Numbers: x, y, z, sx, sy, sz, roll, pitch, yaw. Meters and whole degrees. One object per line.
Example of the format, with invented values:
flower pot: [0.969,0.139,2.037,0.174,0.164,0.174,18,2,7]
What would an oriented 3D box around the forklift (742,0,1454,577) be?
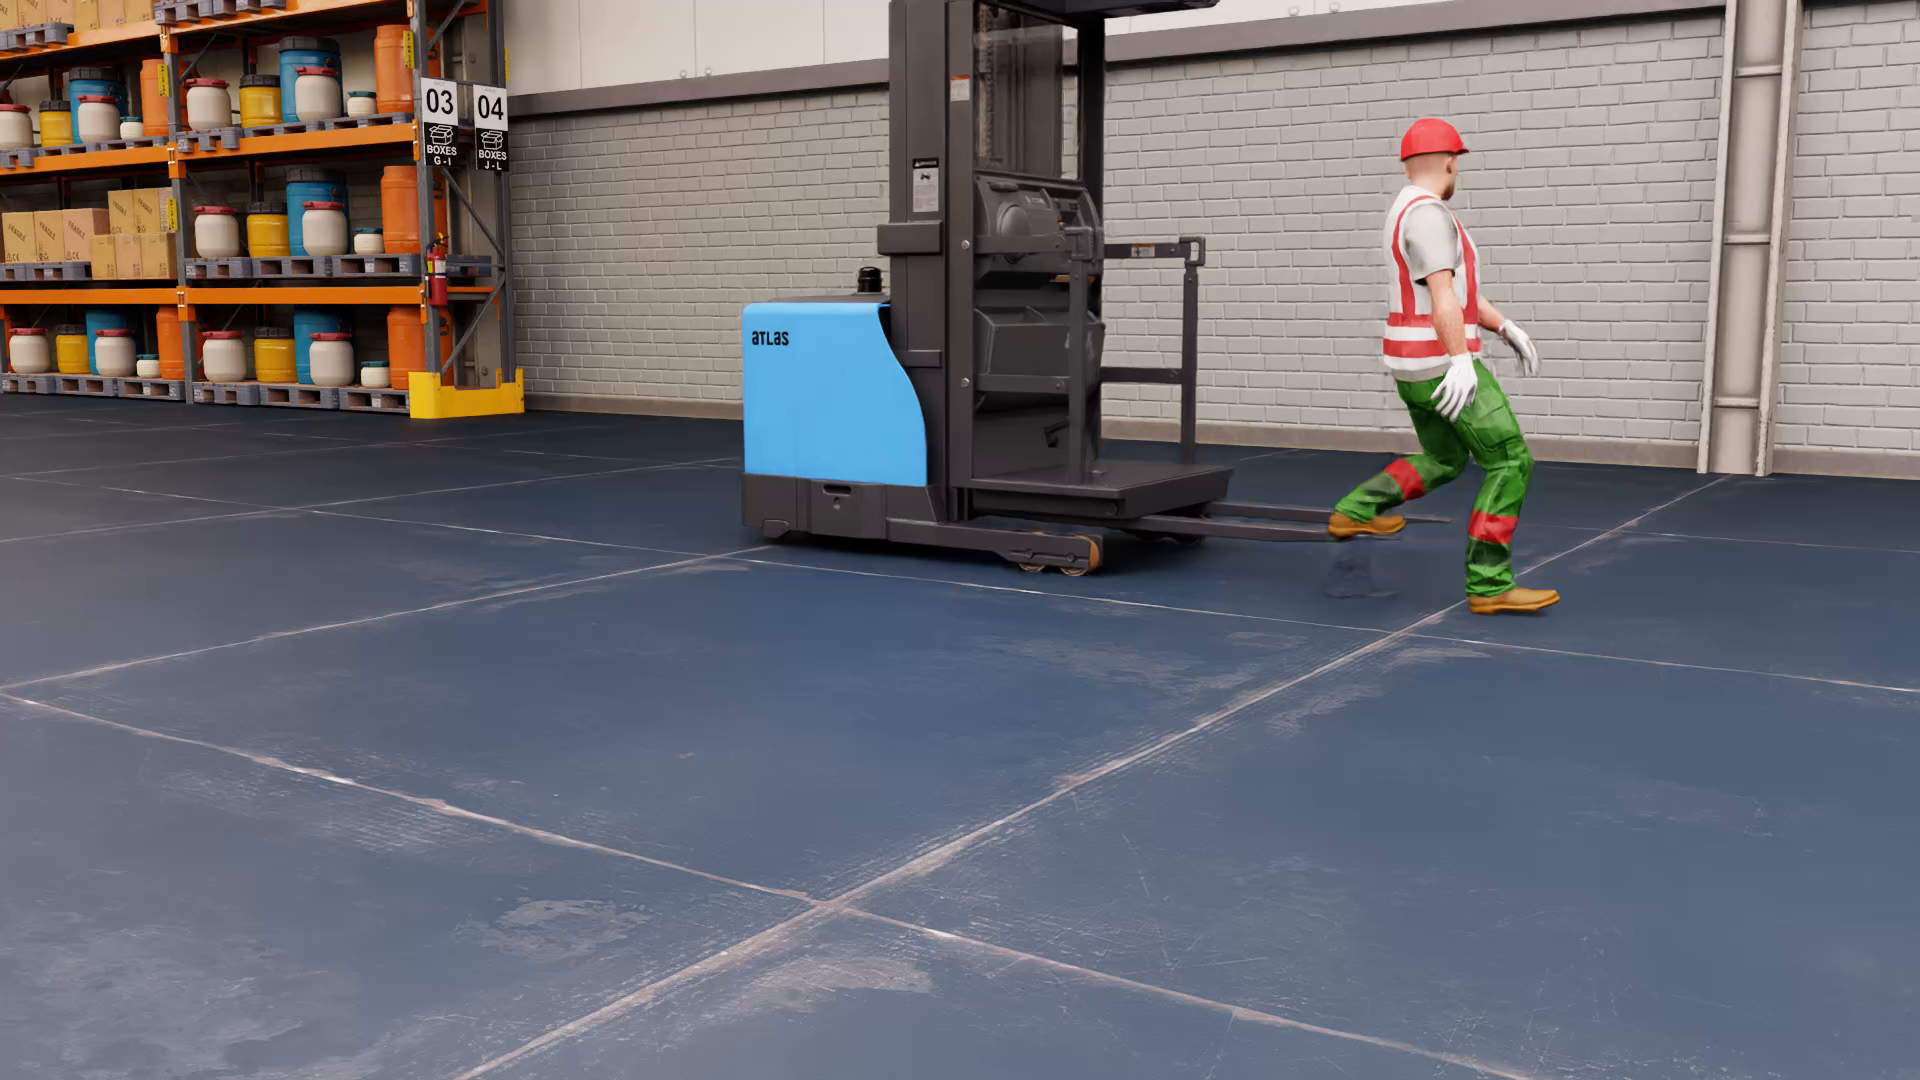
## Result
forklift: [0.515,-1.390,6.970,3.031,2.935,1.130,5,10,33]

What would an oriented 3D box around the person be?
person: [1.722,-0.610,5.837,0.720,1.722,0.719,0,8,-2]
